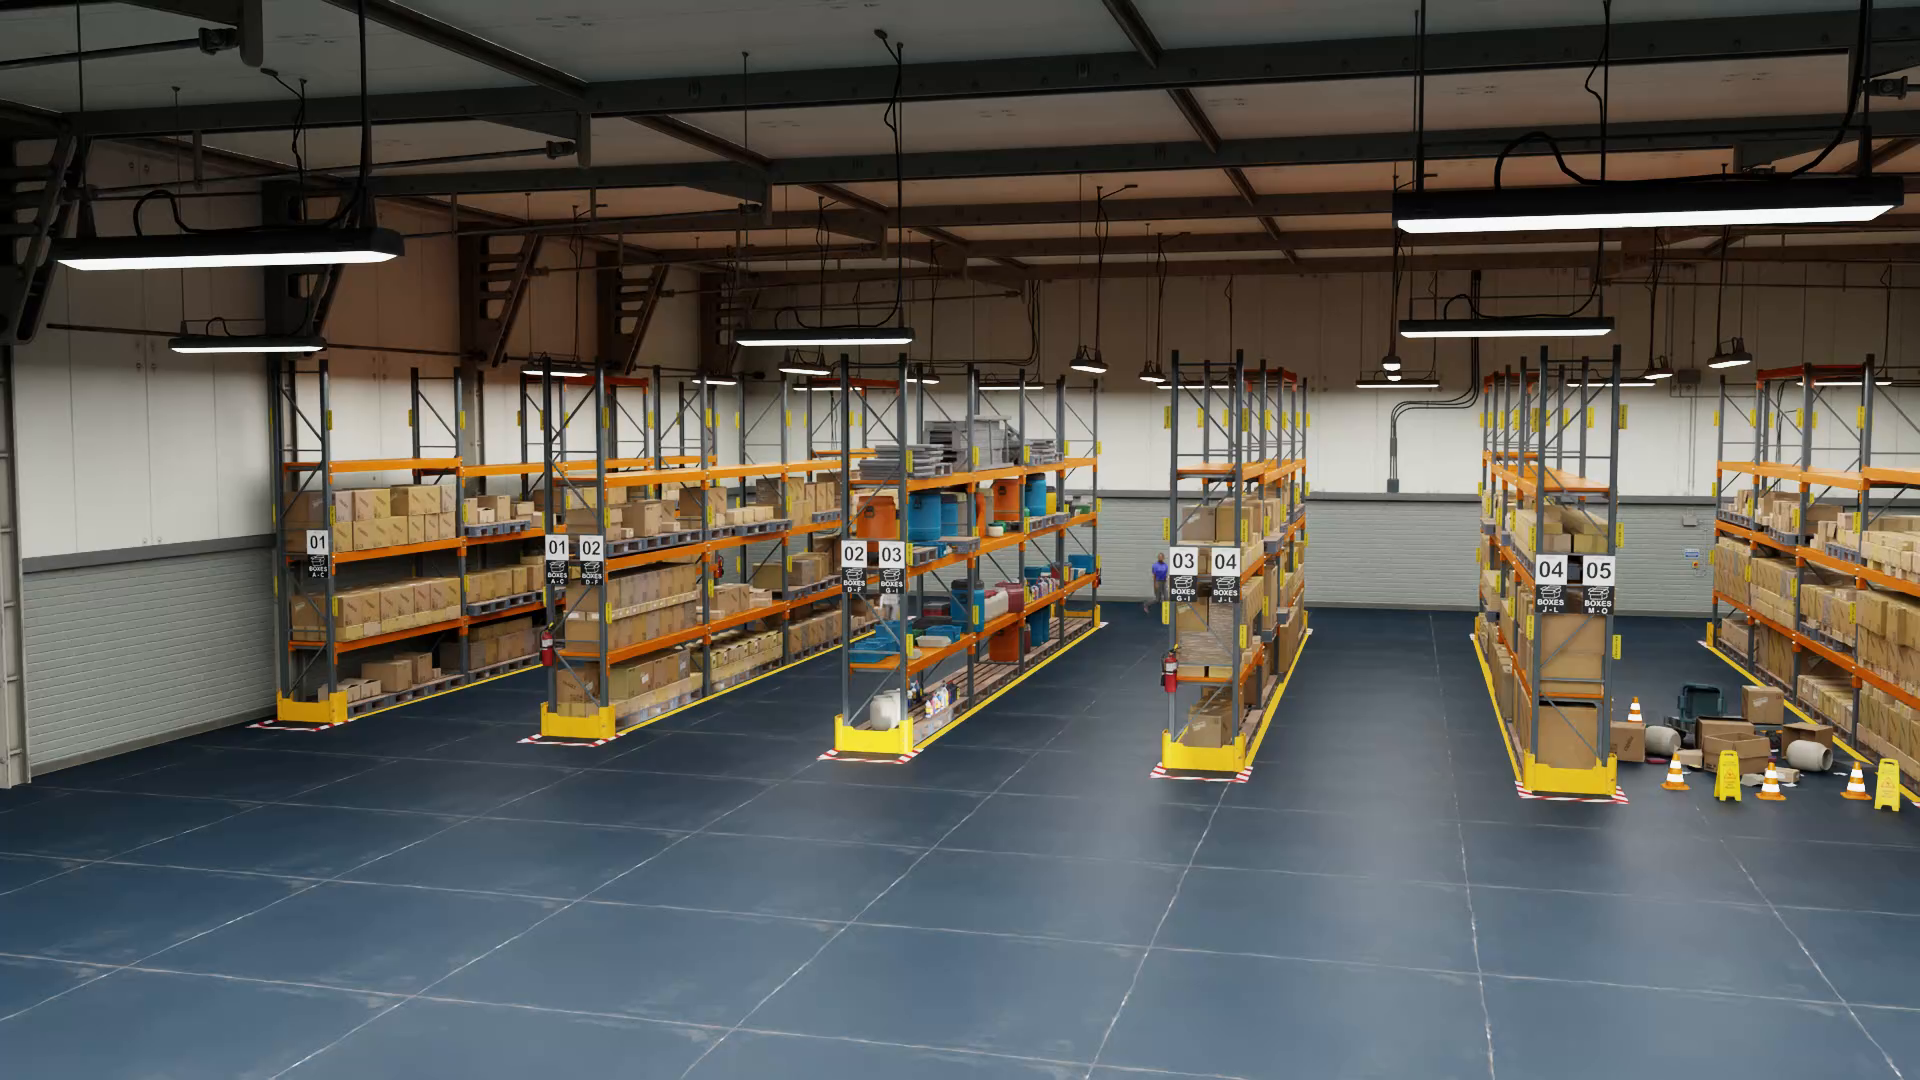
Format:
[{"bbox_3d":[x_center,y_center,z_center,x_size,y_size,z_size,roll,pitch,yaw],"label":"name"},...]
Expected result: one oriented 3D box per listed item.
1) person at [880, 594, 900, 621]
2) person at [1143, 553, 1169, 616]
[{"bbox_3d":[-1.560,1.465,37.676,0.481,1.645,0.948,1,4,17],"label":"person"},{"bbox_3d":[5.050,1.134,42.373,0.705,1.622,0.463,3,5,37],"label":"person"}]
